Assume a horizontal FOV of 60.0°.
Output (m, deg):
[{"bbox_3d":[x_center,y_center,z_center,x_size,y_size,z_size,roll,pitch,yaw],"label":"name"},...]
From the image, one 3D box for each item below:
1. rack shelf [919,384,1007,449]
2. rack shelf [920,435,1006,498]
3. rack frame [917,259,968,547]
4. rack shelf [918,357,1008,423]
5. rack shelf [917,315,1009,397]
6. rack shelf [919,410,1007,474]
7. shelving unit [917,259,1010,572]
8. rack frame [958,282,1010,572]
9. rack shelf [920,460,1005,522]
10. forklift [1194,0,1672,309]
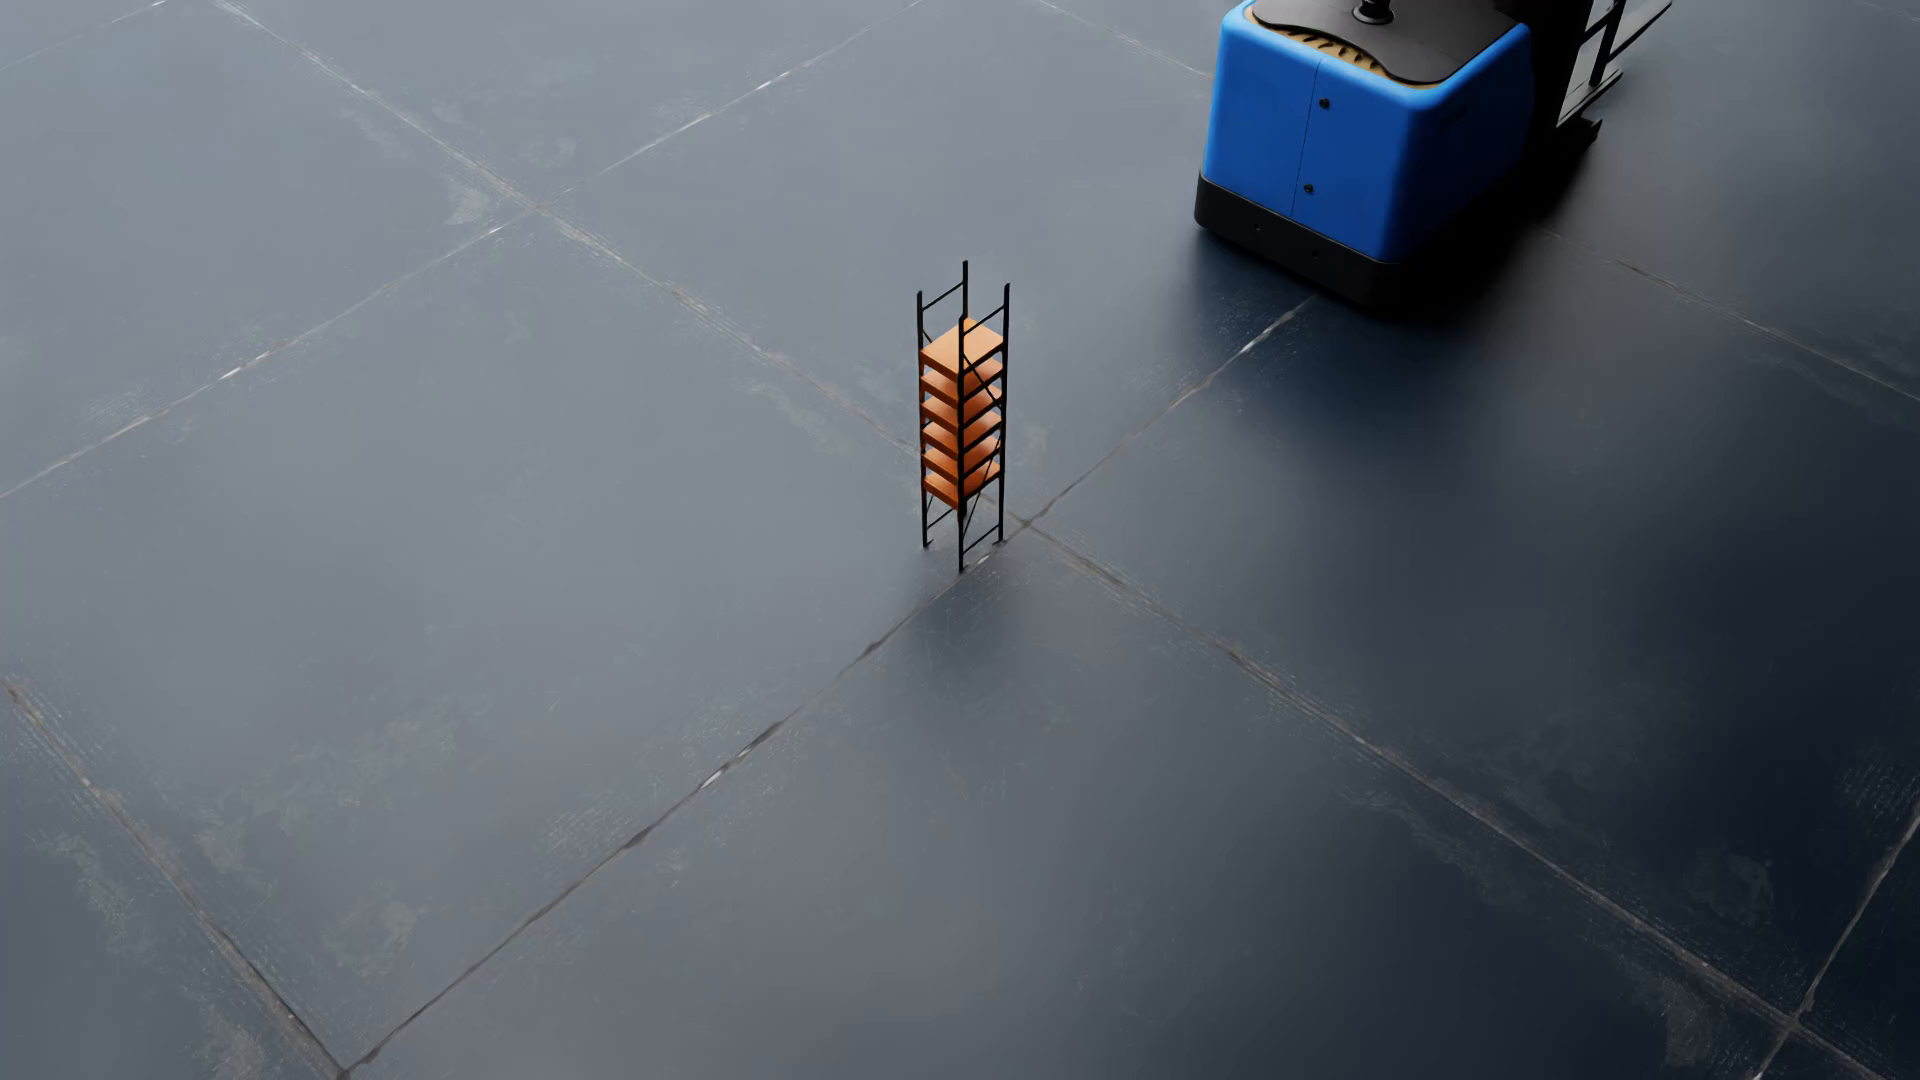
[{"bbox_3d":[0.011,-0.455,5.751,0.180,0.103,0.258,34,55,28],"label":"rack shelf"},{"bbox_3d":[0.011,-0.291,5.926,0.180,0.103,0.258,34,55,28],"label":"rack shelf"},{"bbox_3d":[-0.057,-0.449,5.848,0.006,1.200,0.240,34,55,28],"label":"rack frame"},{"bbox_3d":[0.011,-0.537,5.663,0.180,0.103,0.258,34,55,28],"label":"rack shelf"},{"bbox_3d":[0.011,-0.620,5.576,0.180,0.103,0.258,34,55,28],"label":"rack shelf"},{"bbox_3d":[0.011,-0.373,5.838,0.180,0.103,0.258,34,55,28],"label":"rack shelf"},{"bbox_3d":[0.011,-0.404,5.806,0.189,1.200,0.258,34,55,28],"label":"shelving unit"},{"bbox_3d":[0.078,-0.358,5.763,0.006,1.200,0.240,34,55,28],"label":"rack frame"},{"bbox_3d":[0.011,-0.209,6.013,0.180,0.103,0.258,34,55,28],"label":"rack shelf"},{"bbox_3d":[2.414,-2.980,7.038,1.130,2.935,3.031,33,55,27],"label":"forklift"}]
